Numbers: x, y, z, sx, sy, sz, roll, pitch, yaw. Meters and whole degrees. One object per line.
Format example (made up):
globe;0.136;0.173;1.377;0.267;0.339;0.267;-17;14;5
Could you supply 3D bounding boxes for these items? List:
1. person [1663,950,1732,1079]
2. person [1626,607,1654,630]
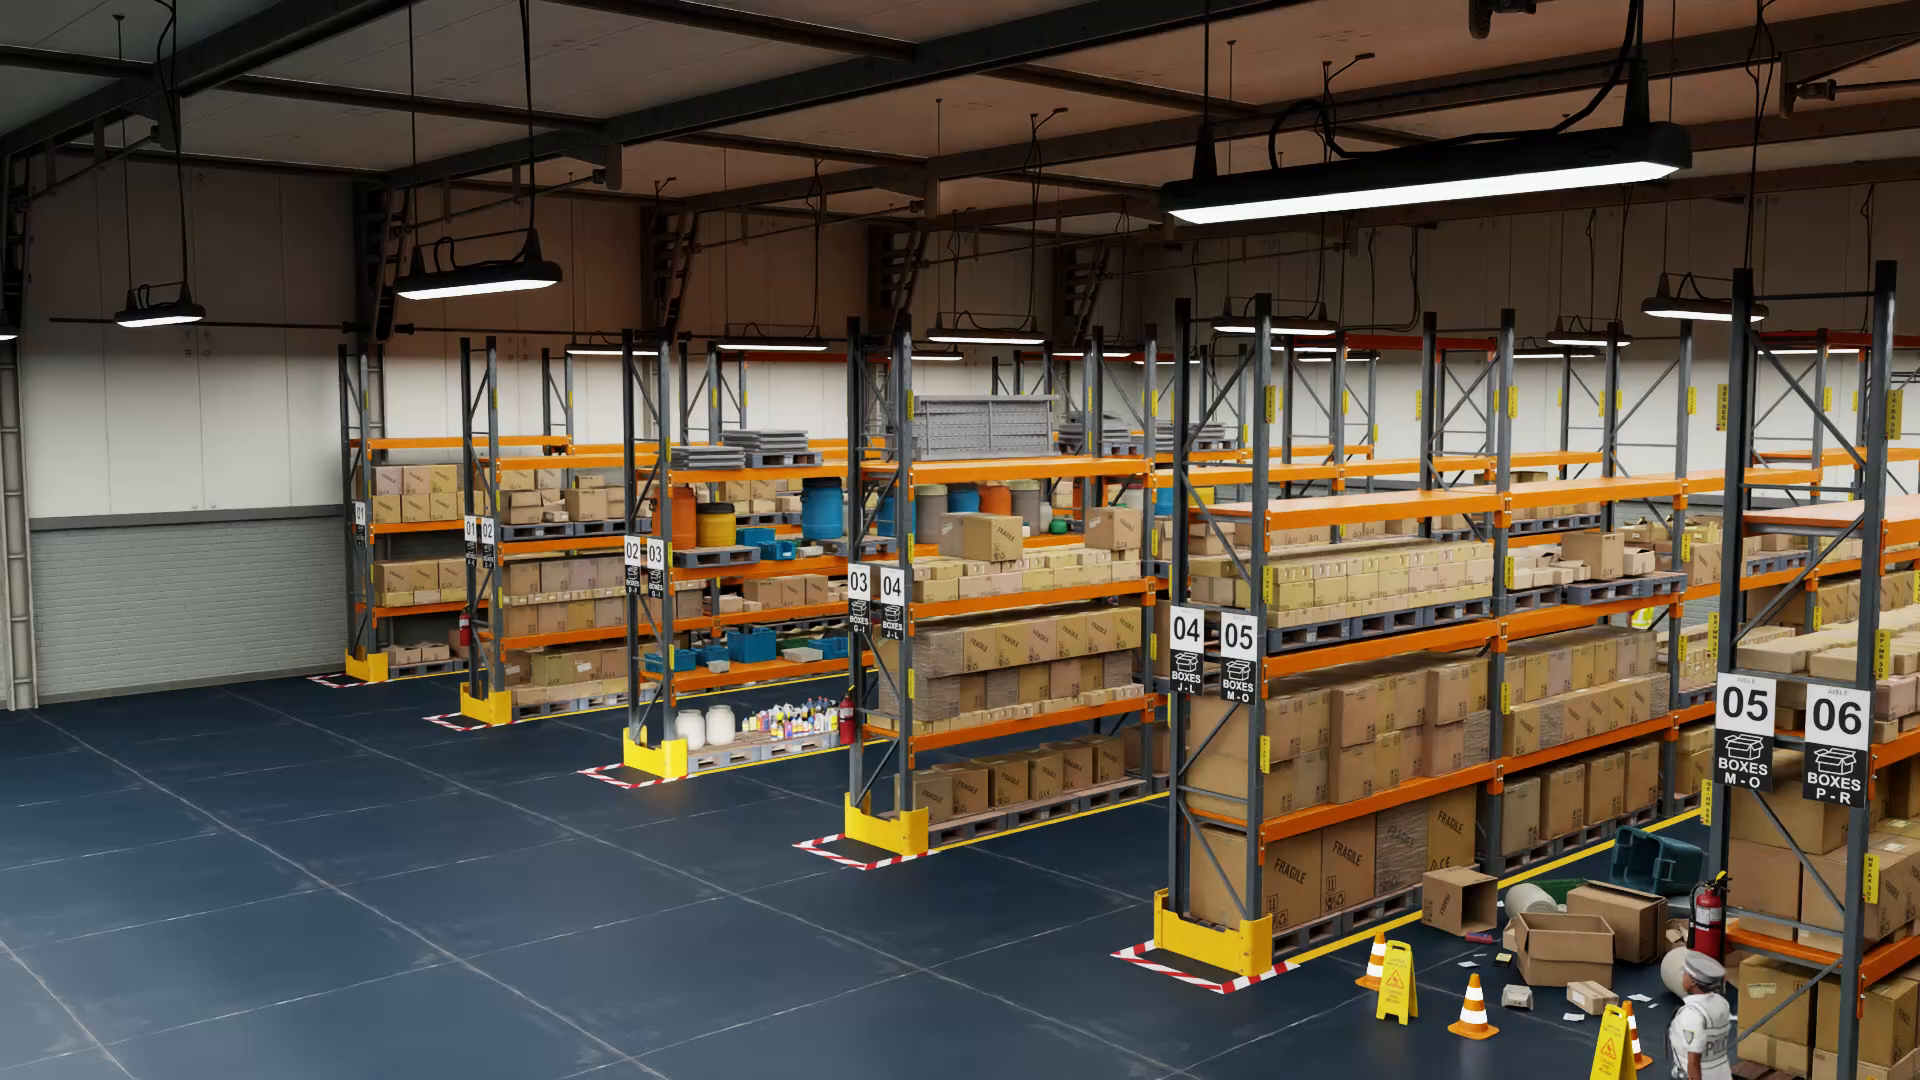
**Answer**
person;4.669;3.404;10.398;0.446;1.642;0.965;-4;7;-40
person;12.175;1.606;29.864;0.629;1.761;0.675;-2;6;-25
